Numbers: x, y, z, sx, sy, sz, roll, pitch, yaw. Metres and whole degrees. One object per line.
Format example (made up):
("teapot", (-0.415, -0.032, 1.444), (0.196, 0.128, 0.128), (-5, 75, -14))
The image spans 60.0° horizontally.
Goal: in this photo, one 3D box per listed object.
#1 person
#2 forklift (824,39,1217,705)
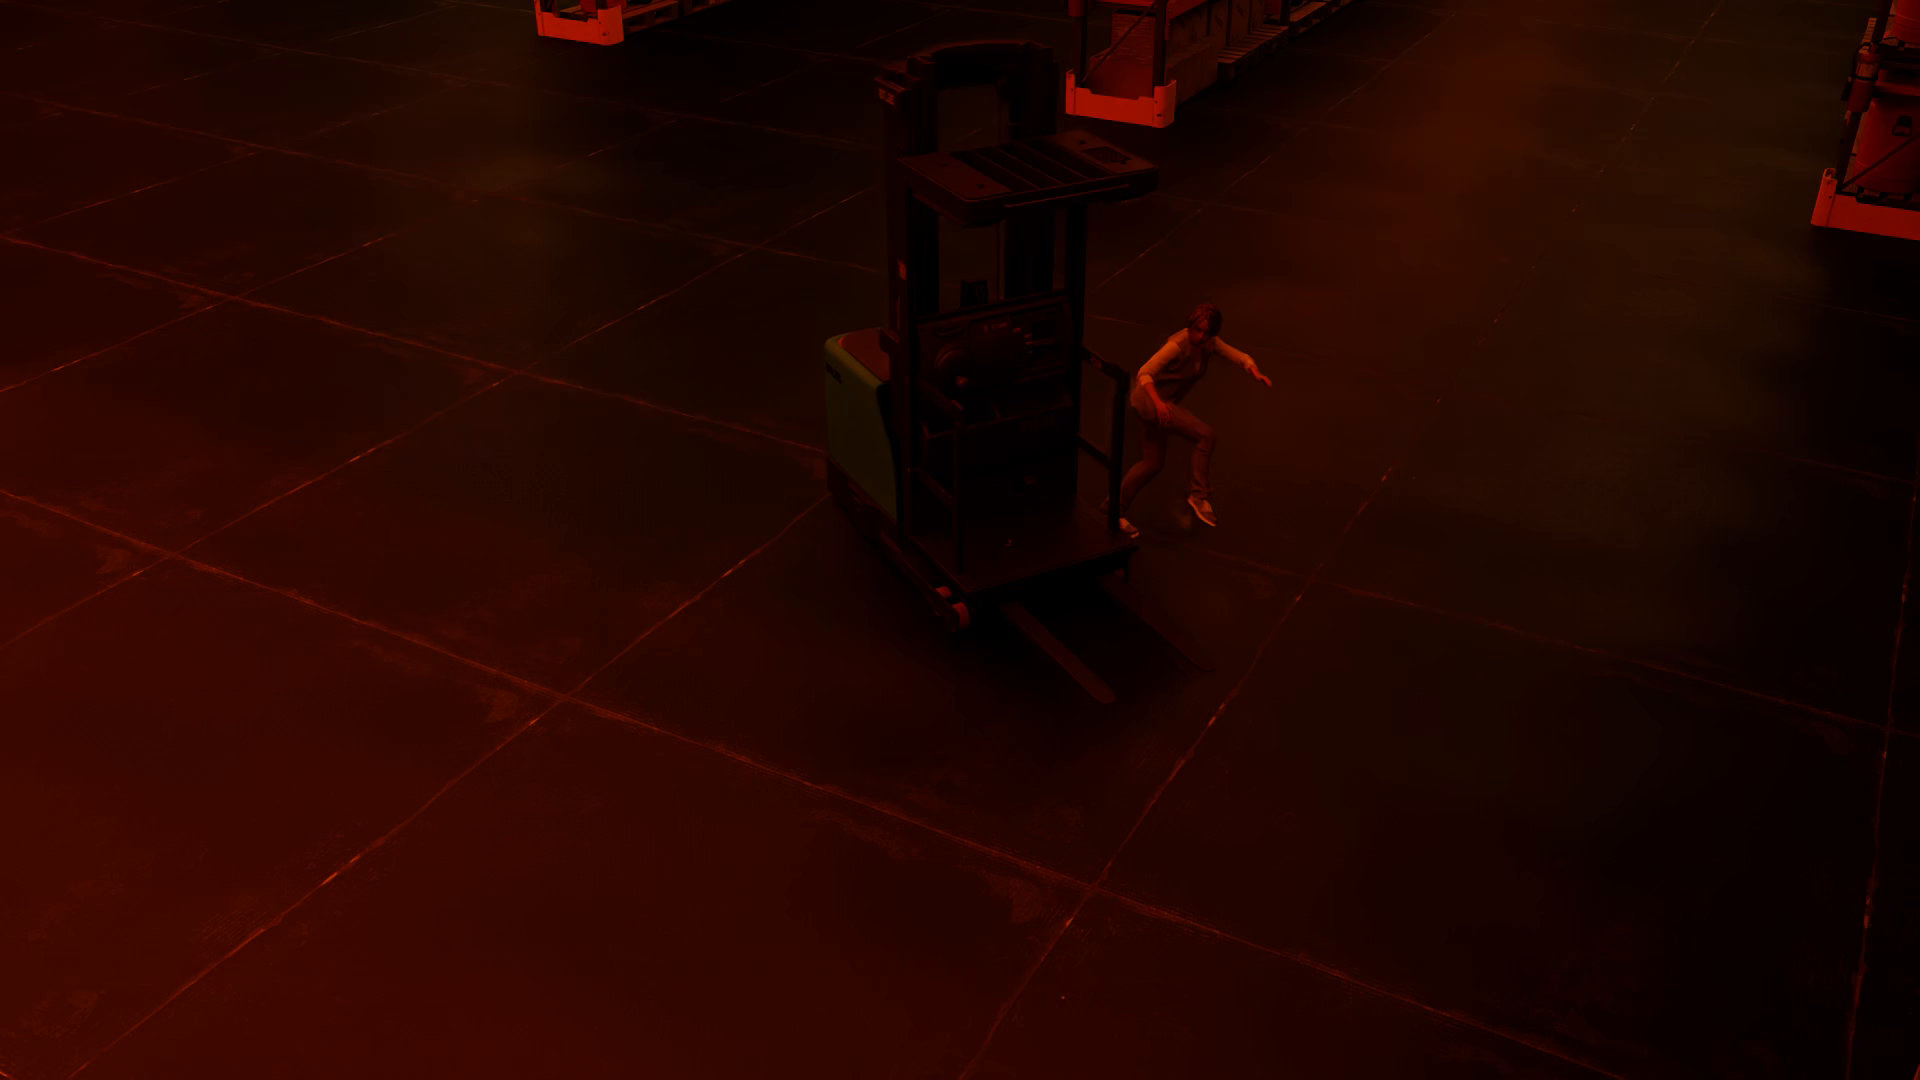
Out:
("person", (1.355, -0.705, 9.837), (0.871, 1.366, 0.845), (12, 32, 21))
("forklift", (0.301, -1.017, 8.833), (1.130, 2.935, 3.031), (-15, 33, -24))
